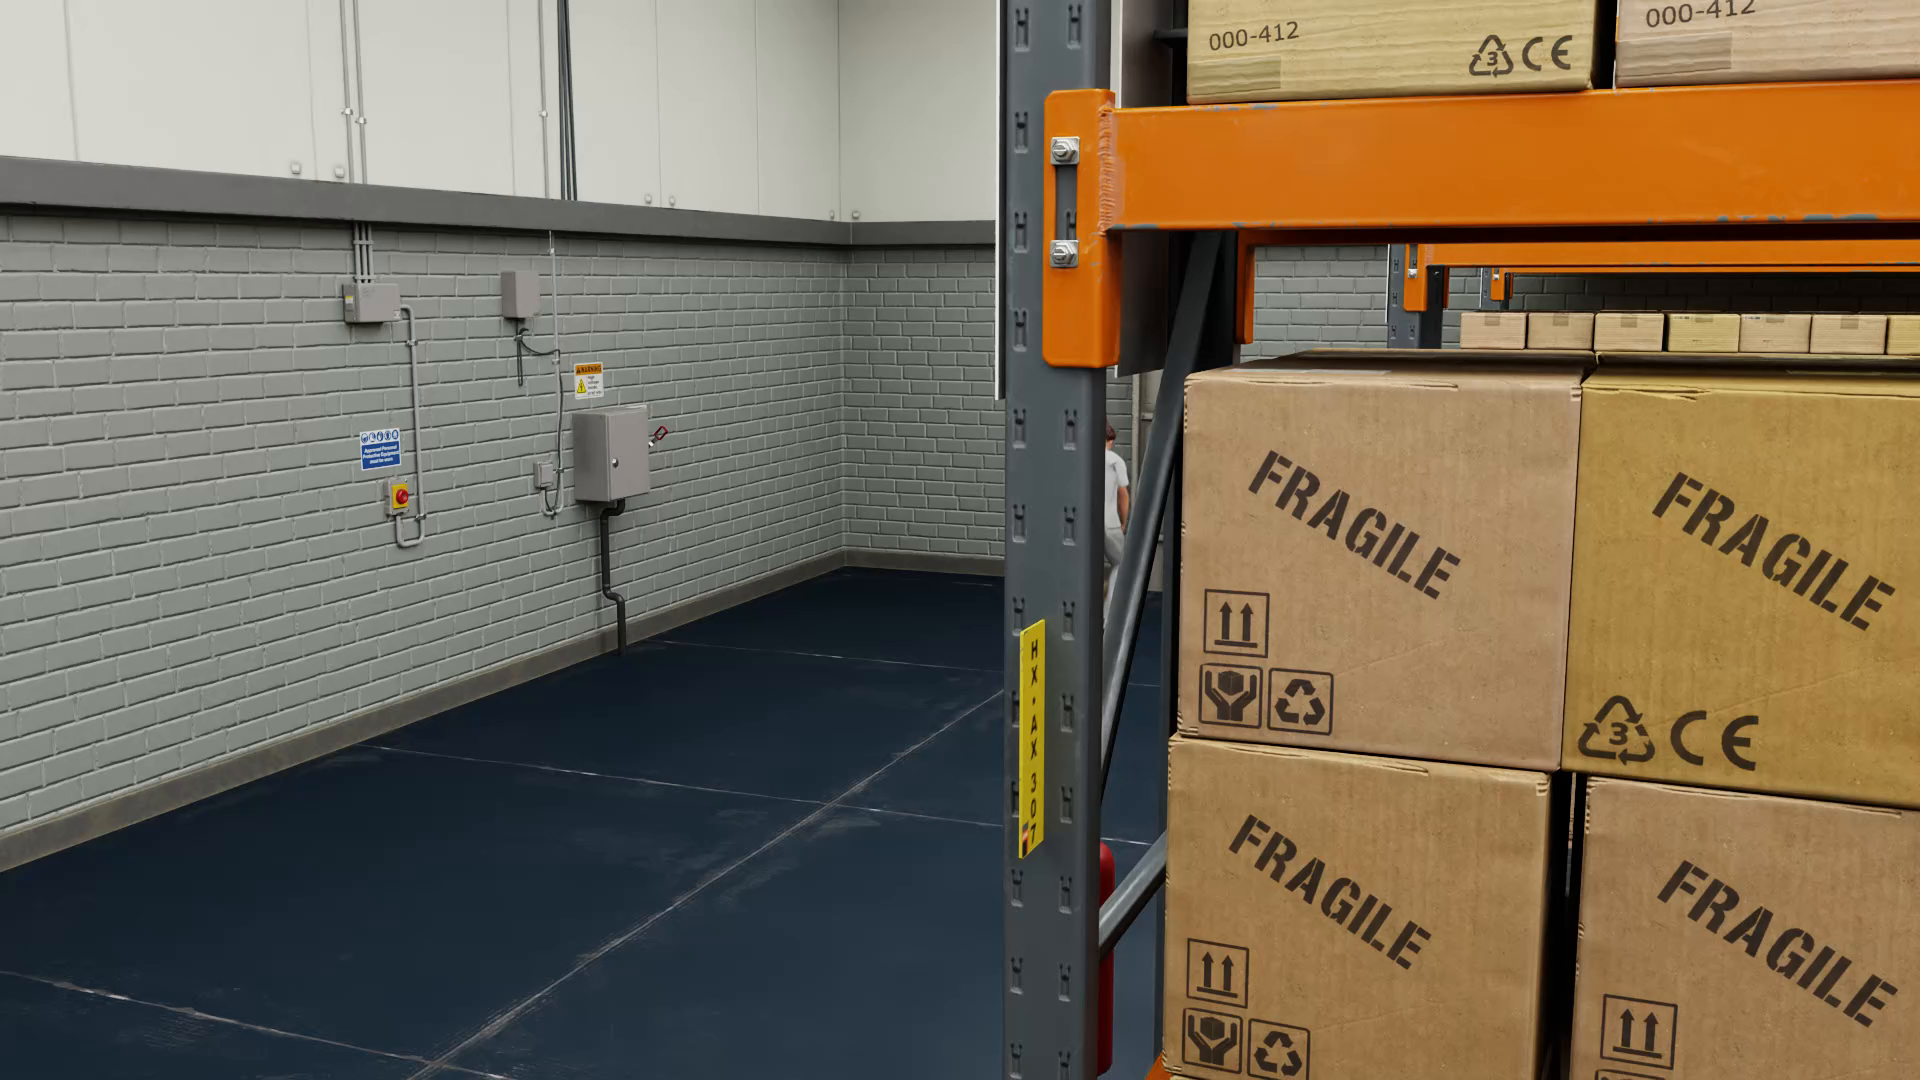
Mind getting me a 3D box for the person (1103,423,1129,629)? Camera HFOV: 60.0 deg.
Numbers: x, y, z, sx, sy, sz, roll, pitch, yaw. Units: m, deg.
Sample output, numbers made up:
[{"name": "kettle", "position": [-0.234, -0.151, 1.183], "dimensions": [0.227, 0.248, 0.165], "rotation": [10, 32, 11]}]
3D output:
[{"name": "person", "position": [1.031, -0.108, 12.541], "dimensions": [0.480, 1.536, 0.511], "rotation": [4, 9, 22]}]
